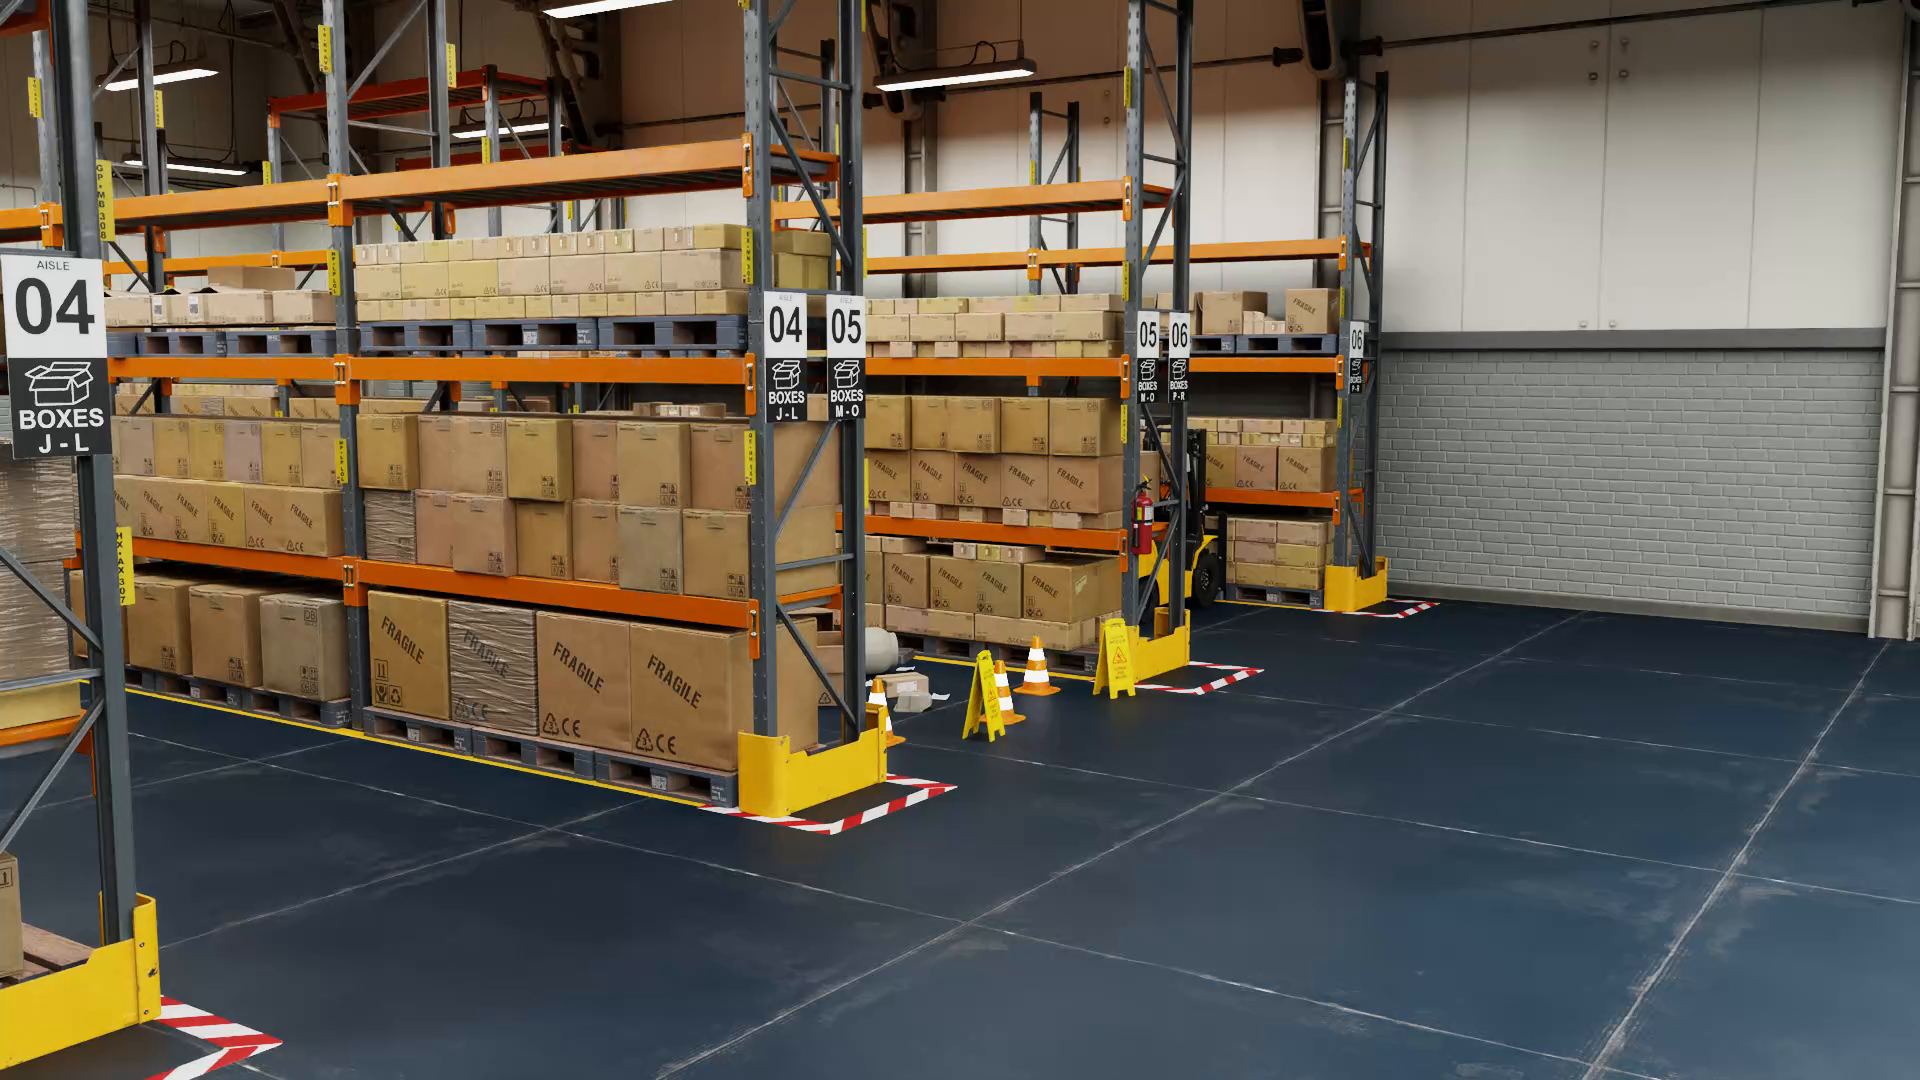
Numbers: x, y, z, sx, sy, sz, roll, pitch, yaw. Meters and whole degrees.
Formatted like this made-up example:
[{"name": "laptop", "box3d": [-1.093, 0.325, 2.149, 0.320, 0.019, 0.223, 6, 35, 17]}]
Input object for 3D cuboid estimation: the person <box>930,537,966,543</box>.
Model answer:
[{"name": "person", "box3d": [-0.038, -0.054, 18.224, 0.634, 1.724, 0.564, 1, 6, 5]}]
